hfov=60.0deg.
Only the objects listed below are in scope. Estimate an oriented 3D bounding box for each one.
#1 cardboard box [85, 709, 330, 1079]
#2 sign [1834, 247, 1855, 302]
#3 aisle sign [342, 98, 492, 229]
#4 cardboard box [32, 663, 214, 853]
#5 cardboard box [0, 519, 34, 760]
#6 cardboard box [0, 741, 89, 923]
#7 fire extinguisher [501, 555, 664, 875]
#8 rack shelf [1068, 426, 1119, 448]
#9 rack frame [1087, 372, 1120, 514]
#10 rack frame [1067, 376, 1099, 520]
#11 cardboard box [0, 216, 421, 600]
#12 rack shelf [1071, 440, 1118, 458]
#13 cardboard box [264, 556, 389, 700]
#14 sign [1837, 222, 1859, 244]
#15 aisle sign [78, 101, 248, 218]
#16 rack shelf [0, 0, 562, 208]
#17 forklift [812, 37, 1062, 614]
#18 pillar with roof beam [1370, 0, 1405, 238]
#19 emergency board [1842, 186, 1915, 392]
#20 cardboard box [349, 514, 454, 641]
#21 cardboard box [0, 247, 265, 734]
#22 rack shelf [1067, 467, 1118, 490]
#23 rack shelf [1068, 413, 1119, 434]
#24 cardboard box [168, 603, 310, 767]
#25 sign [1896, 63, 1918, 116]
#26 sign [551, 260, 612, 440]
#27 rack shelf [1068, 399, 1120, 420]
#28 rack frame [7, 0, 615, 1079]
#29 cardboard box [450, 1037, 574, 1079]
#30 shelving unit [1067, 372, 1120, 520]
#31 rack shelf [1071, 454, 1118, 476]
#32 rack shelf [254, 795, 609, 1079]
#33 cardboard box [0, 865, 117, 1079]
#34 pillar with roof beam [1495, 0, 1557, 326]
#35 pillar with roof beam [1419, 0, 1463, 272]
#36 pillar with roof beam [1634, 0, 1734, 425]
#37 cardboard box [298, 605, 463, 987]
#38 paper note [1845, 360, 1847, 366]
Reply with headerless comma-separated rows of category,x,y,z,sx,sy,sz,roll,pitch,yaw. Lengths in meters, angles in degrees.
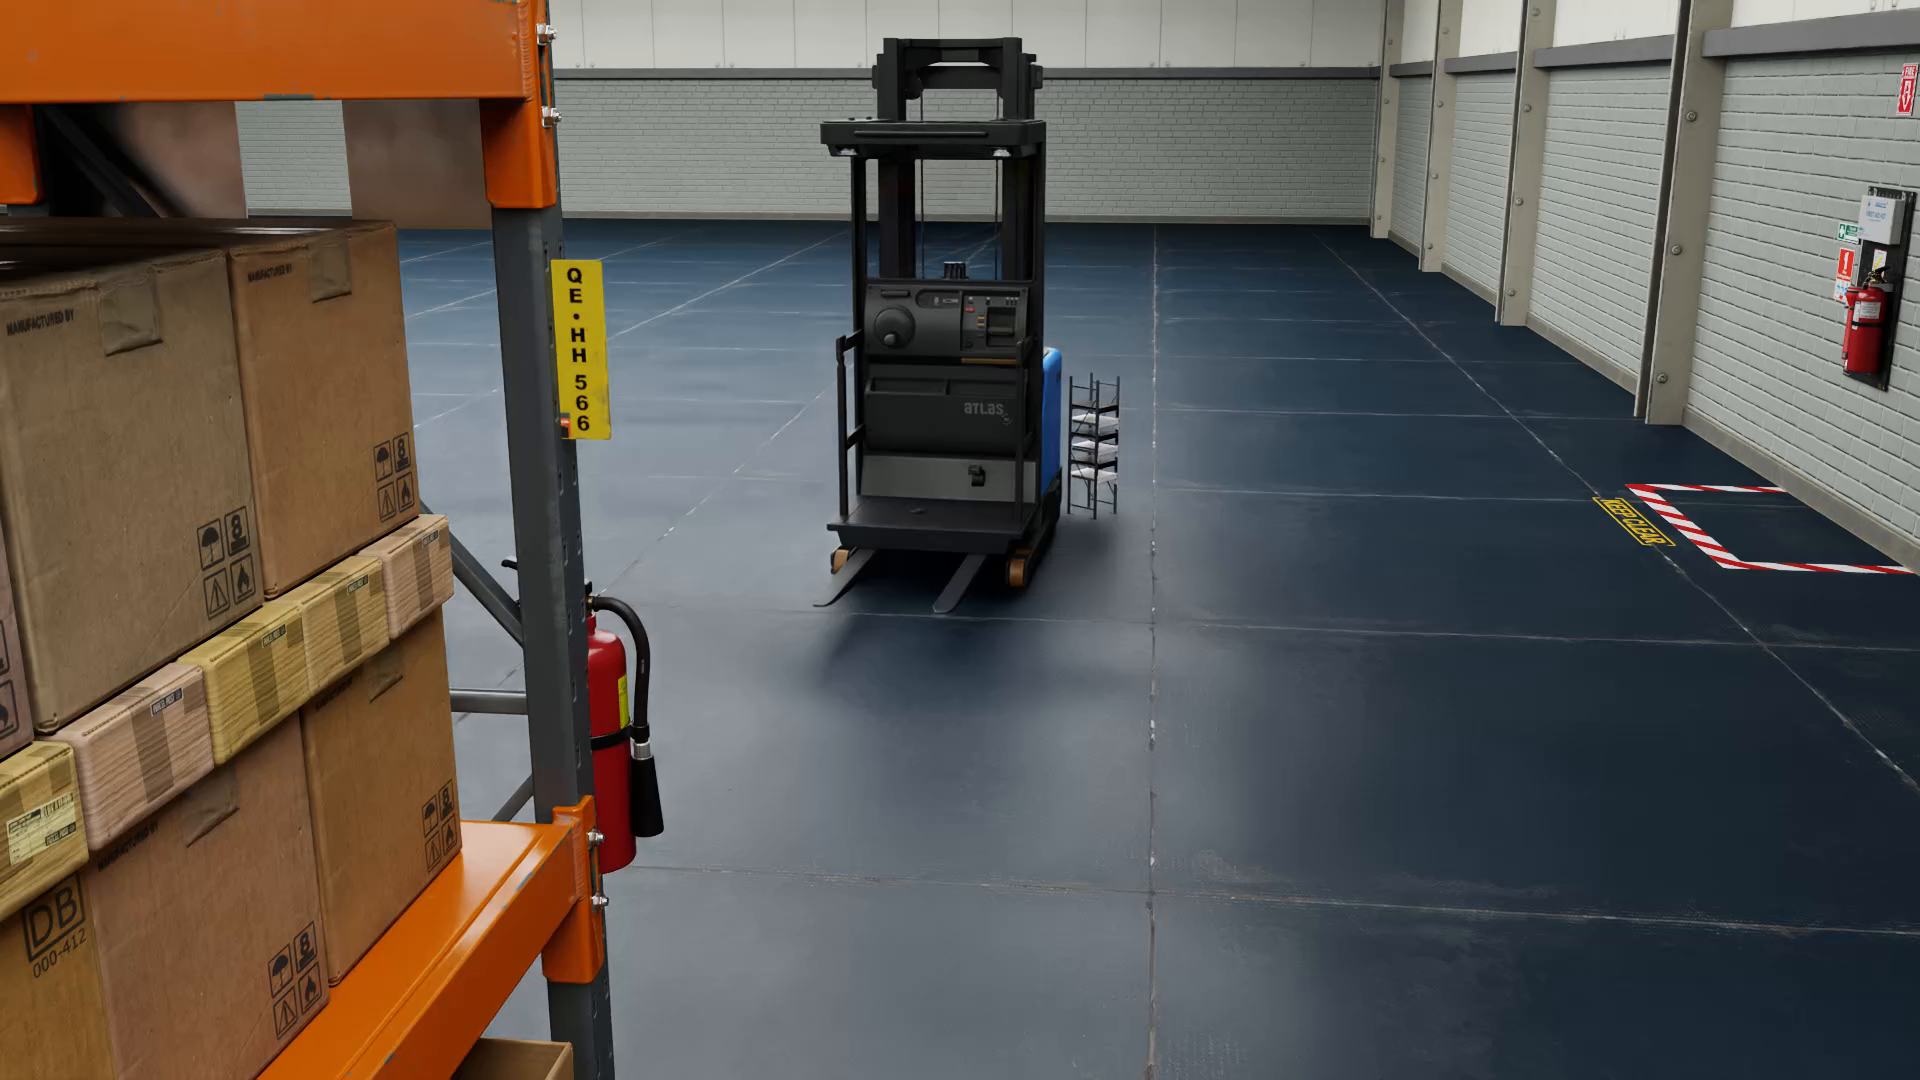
cardboard box,-1.346,0.520,2.301,0.700,0.500,0.500,2,15,8
sign,5.636,-1.690,10.598,0.001,0.329,0.234,2,15,6
aisle sign,-0.927,-0.952,2.956,0.394,0.787,0.004,2,15,6
cardboard box,-1.167,0.254,2.042,0.380,0.149,0.250,2,15,7
cardboard box,-1.407,0.038,1.596,0.700,0.500,0.500,2,15,6
cardboard box,-1.197,0.322,1.790,0.380,0.149,0.250,2,15,8
fire extinguisher,-0.751,0.332,3.337,0.296,0.674,0.183,2,15,6
rack shelf,0.855,-0.660,10.662,0.258,0.077,0.200,14,21,42
rack frame,0.926,-0.624,10.747,0.240,0.900,0.006,14,21,42
rack frame,0.785,-0.586,10.606,0.240,0.900,0.006,14,21,42
cardboard box,-1.297,-0.229,2.585,0.700,0.500,0.500,2,15,6
rack shelf,0.855,-0.573,10.685,0.258,0.077,0.200,14,21,42
cardboard box,-1.108,0.123,2.528,0.380,0.149,0.250,2,15,8
sign,5.626,-1.945,10.526,0.001,0.109,0.331,2,15,6
aisle sign,-1.523,-0.970,3.021,0.394,0.787,0.004,2,15,6
rack shelf,-1.452,-0.271,1.048,1.077,0.370,4.000,2,15,6
forklift,-0.115,-1.253,9.182,1.130,2.935,3.031,3,15,10
pillar with roof beam,3.585,-10.140,30.424,9.100,9.000,0.400,2,15,6
emergency board,5.471,-1.533,10.084,0.194,1.169,0.643,2,15,6
cardboard box,-1.080,0.055,2.779,0.380,0.149,0.250,1,15,5
cardboard box,-1.351,-0.092,2.080,0.700,0.500,0.500,1,15,5
rack shelf,0.855,-0.399,10.732,0.258,0.077,0.200,14,21,42
rack shelf,0.855,-0.747,10.638,0.258,0.077,0.200,14,21,42
cardboard box,-1.137,0.189,2.283,0.380,0.149,0.250,1,15,5
sign,5.571,-2.651,9.778,0.001,0.298,0.199,2,15,6
sign,-0.688,-0.342,3.010,0.100,0.325,0.005,2,15,6
rack shelf,0.855,-0.834,10.615,0.258,0.077,0.200,14,21,42
rack frame,-1.223,0.311,3.264,0.949,2.616,0.053,2,15,6
cardboard box,-0.991,1.222,2.924,0.500,0.500,0.500,2,15,6
shelving unit,0.855,-0.605,10.677,0.258,0.900,0.210,14,21,42
rack shelf,0.855,-0.486,10.709,0.258,0.077,0.200,14,21,42
rack shelf,-1.452,1.177,1.440,1.077,0.370,4.000,2,15,6
cardboard box,-1.408,0.649,1.825,0.700,0.500,0.500,2,15,7
pillar with roof beam,2.231,-7.028,18.914,9.100,9.000,0.400,2,15,6
pillar with roof beam,2.908,-8.584,24.669,9.100,9.000,0.400,2,15,6
pillar with roof beam,1.553,-5.472,13.159,9.100,9.000,0.400,2,15,6
cardboard box,-1.291,0.384,2.805,0.700,0.500,0.500,2,15,6
paper note,5.559,-1.151,10.361,0.016,0.148,0.142,2,15,6
